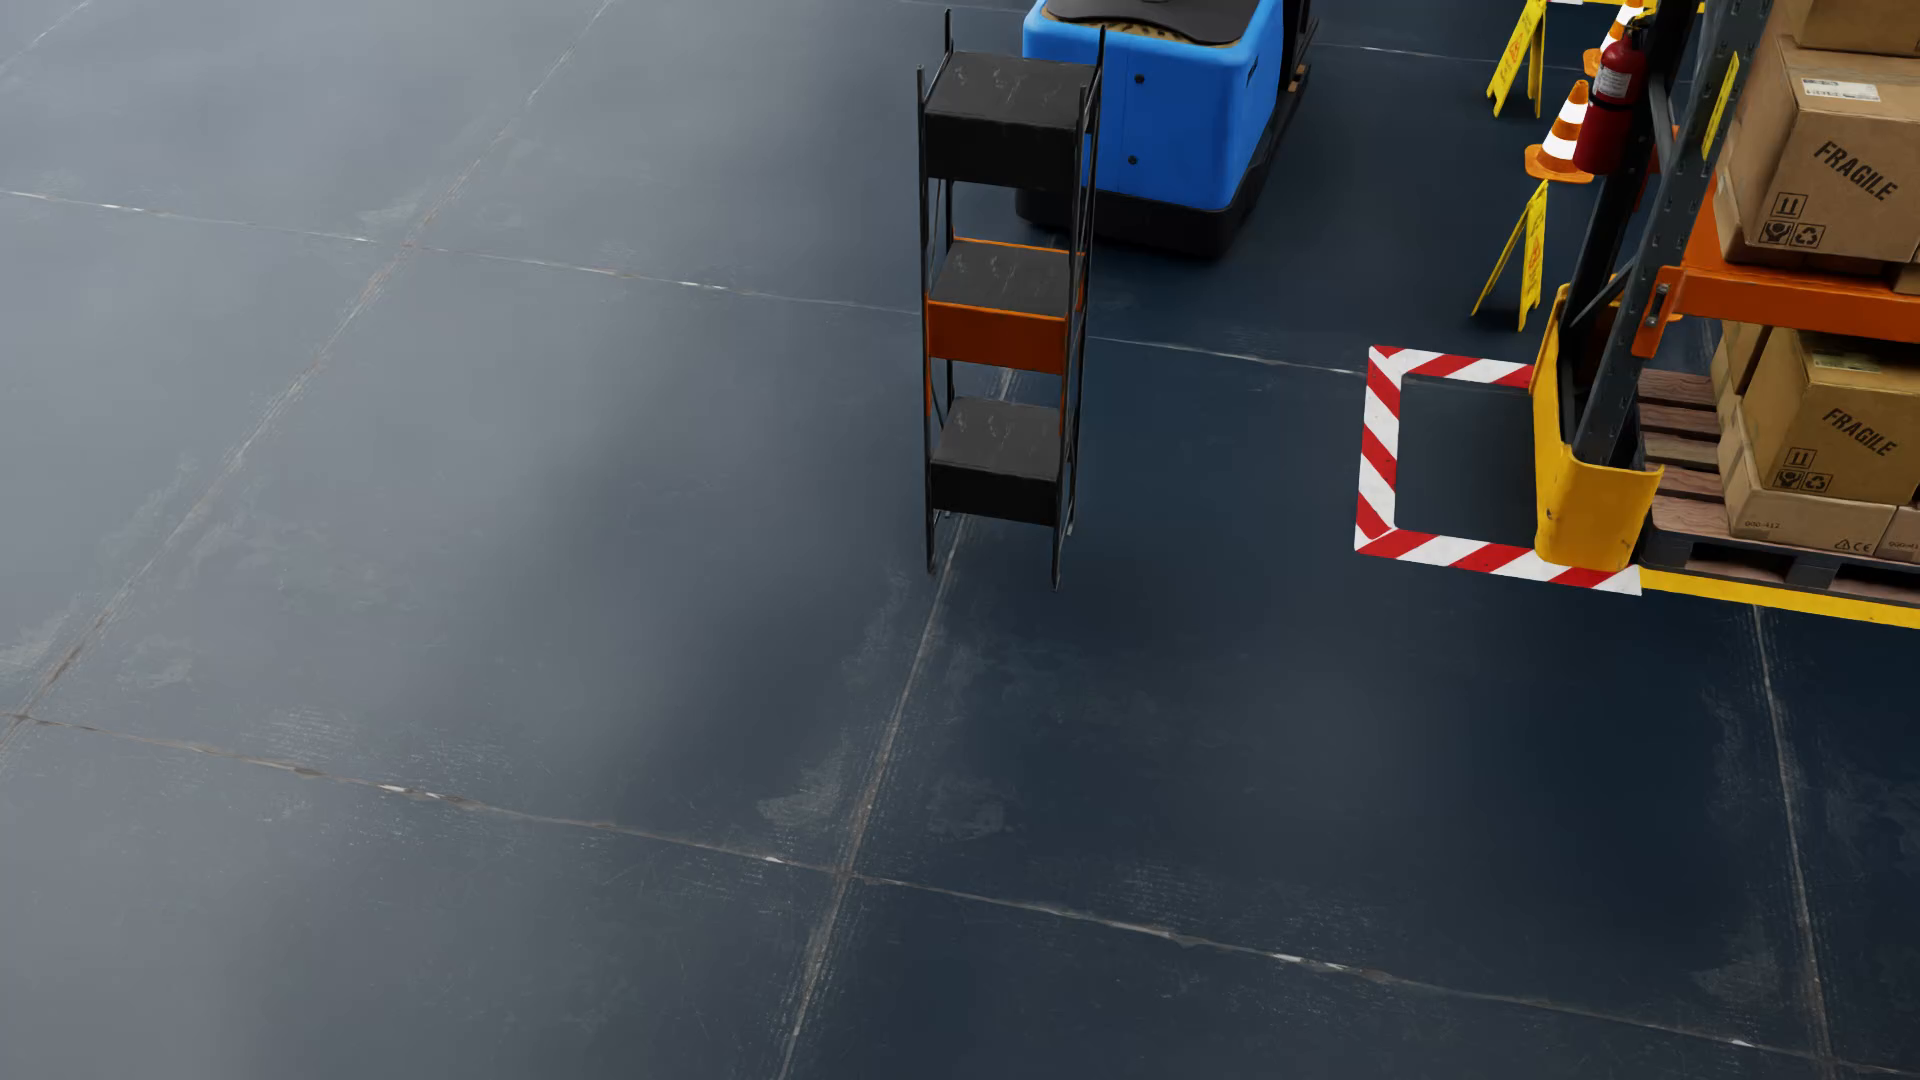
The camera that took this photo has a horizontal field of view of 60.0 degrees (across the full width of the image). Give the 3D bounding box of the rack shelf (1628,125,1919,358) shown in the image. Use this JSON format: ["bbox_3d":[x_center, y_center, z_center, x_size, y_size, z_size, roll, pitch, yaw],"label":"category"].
[{"bbox_3d":[4.391,-0.818,5.697,4.000,0.370,1.077,9,45,9],"label":"rack shelf"}]

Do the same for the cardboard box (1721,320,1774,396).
[{"bbox_3d":[3.278,-0.866,6.367,0.500,0.500,0.500,9,45,9],"label":"cardboard box"}]

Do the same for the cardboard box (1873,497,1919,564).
[{"bbox_3d":[3.662,-0.149,6.163,0.500,0.250,0.500,10,45,11],"label":"cardboard box"}]

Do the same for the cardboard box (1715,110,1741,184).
[{"bbox_3d":[2.851,-1.378,5.941,0.250,0.149,0.380,10,45,10],"label":"cardboard box"}]

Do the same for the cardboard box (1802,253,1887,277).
[{"bbox_3d":[2.975,-1.070,5.620,0.250,0.149,0.380,9,45,10],"label":"cardboard box"}]

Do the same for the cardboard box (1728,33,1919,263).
[{"bbox_3d":[2.841,-1.264,5.355,0.500,0.500,0.500,8,45,8],"label":"cardboard box"}]

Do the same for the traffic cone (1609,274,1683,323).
[{"bbox_3d":[3.140,-1.274,7.481,0.334,0.463,0.336,9,45,9],"label":"traffic cone"}]

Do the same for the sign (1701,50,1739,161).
[{"bbox_3d":[2.321,-1.325,5.080,0.005,0.325,0.100,9,45,9],"label":"sign"}]

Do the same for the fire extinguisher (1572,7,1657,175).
[{"bbox_3d":[2.428,-1.682,6.131,0.183,0.674,0.296,9,45,9],"label":"fire extinguisher"}]

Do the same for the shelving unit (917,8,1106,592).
[{"bbox_3d":[0.162,-0.731,5.737,0.503,2.100,0.431,9,45,9],"label":"shelving unit"}]

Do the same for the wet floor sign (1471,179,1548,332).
[{"bbox_3d":[2.487,-1.285,7.361,0.232,0.644,0.267,24,49,23],"label":"wet floor sign"}]

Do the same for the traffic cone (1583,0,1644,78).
[{"bbox_3d":[3.629,-2.790,9.056,0.334,0.463,0.336,9,45,9],"label":"traffic cone"}]

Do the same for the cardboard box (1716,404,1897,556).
[{"bbox_3d":[3.166,-0.232,6.248,0.500,0.250,0.500,8,45,9],"label":"cardboard box"}]

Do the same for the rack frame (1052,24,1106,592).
[{"bbox_3d":[0.400,-0.694,5.698,0.015,2.100,0.400,9,45,9],"label":"rack frame"}]

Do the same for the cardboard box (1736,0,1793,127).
[{"bbox_3d":[3.029,-1.628,5.732,0.500,0.500,0.500,8,44,8],"label":"cardboard box"}]

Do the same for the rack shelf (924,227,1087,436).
[{"bbox_3d":[0.162,-0.722,5.746,0.480,0.518,0.431,9,45,9],"label":"rack shelf"}]

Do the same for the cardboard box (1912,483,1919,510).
[{"bbox_3d":[3.700,-0.422,5.906,0.500,0.500,0.500,7,44,8],"label":"cardboard box"}]

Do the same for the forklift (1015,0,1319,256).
[{"bbox_3d":[1.250,-3.420,7.930,1.130,2.935,3.031,14,46,14],"label":"forklift"}]

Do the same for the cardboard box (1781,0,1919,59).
[{"bbox_3d":[2.985,-1.954,5.350,0.500,0.500,0.700,8,44,8],"label":"cardboard box"}]

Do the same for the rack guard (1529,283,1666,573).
[{"bbox_3d":[2.513,-0.468,6.617,0.348,0.500,1.175,9,45,9],"label":"rack guard"}]

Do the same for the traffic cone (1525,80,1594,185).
[{"bbox_3d":[3.051,-2.077,8.315,0.334,0.463,0.336,9,45,9],"label":"traffic cone"}]

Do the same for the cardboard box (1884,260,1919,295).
[{"bbox_3d":[3.216,-0.975,5.521,0.250,0.149,0.380,8,44,8],"label":"cardboard box"}]

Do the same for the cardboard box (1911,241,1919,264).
[{"bbox_3d":[3.347,-1.188,5.275,0.500,0.500,0.500,10,45,10],"label":"cardboard box"}]

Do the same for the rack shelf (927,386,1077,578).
[{"bbox_3d":[0.162,-0.217,6.231,0.480,0.518,0.431,9,45,9],"label":"rack shelf"}]

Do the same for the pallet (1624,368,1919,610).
[{"bbox_3d":[3.298,-0.217,6.564,1.213,0.211,1.003,9,45,9],"label":"pallet"}]

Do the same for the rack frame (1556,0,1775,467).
[{"bbox_3d":[2.439,-1.380,5.762,0.127,3.000,1.000,9,45,9],"label":"rack frame"}]

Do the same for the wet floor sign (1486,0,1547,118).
[{"bbox_3d":[2.961,-2.562,8.687,0.232,0.644,0.267,2,44,2],"label":"wet floor sign"}]

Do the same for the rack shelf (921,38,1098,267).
[{"bbox_3d":[0.162,-1.226,5.261,0.480,0.518,0.431,9,45,9],"label":"rack shelf"}]

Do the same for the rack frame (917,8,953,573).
[{"bbox_3d":[-0.077,-0.768,5.775,0.015,2.100,0.400,9,45,9],"label":"rack frame"}]

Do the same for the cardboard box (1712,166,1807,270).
[{"bbox_3d":[2.725,-1.098,5.650,0.250,0.149,0.380,9,45,9],"label":"cardboard box"}]

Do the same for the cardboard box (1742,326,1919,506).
[{"bbox_3d":[3.189,-0.499,5.985,0.500,0.500,0.500,7,44,8],"label":"cardboard box"}]

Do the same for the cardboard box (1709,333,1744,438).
[{"bbox_3d":[3.310,-0.597,6.628,0.500,0.250,0.500,9,45,9],"label":"cardboard box"}]
